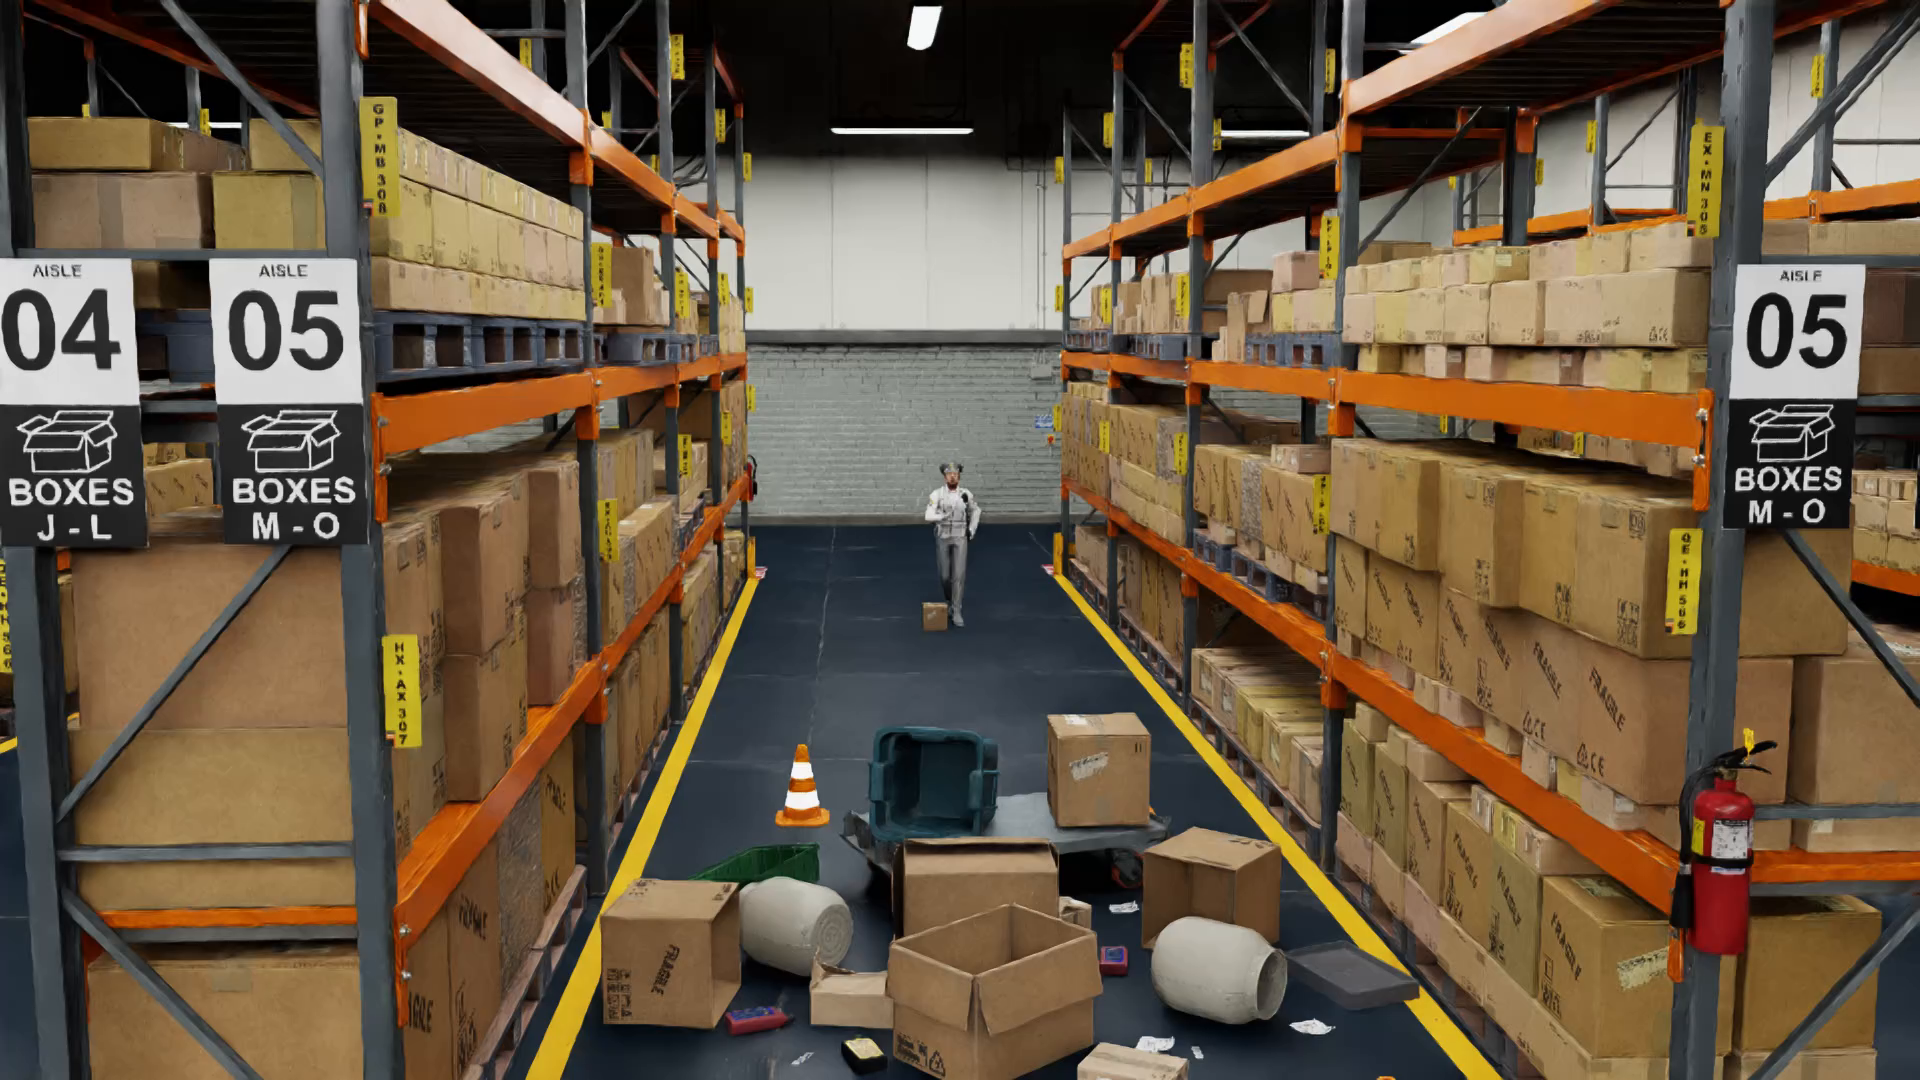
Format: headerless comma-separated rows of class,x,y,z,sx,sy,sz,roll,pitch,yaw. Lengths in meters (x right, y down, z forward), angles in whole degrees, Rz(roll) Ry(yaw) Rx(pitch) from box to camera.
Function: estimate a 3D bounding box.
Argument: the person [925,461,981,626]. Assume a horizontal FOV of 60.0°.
person,-0.086,0.013,17.547,0.574,1.686,0.800,0,7,4
